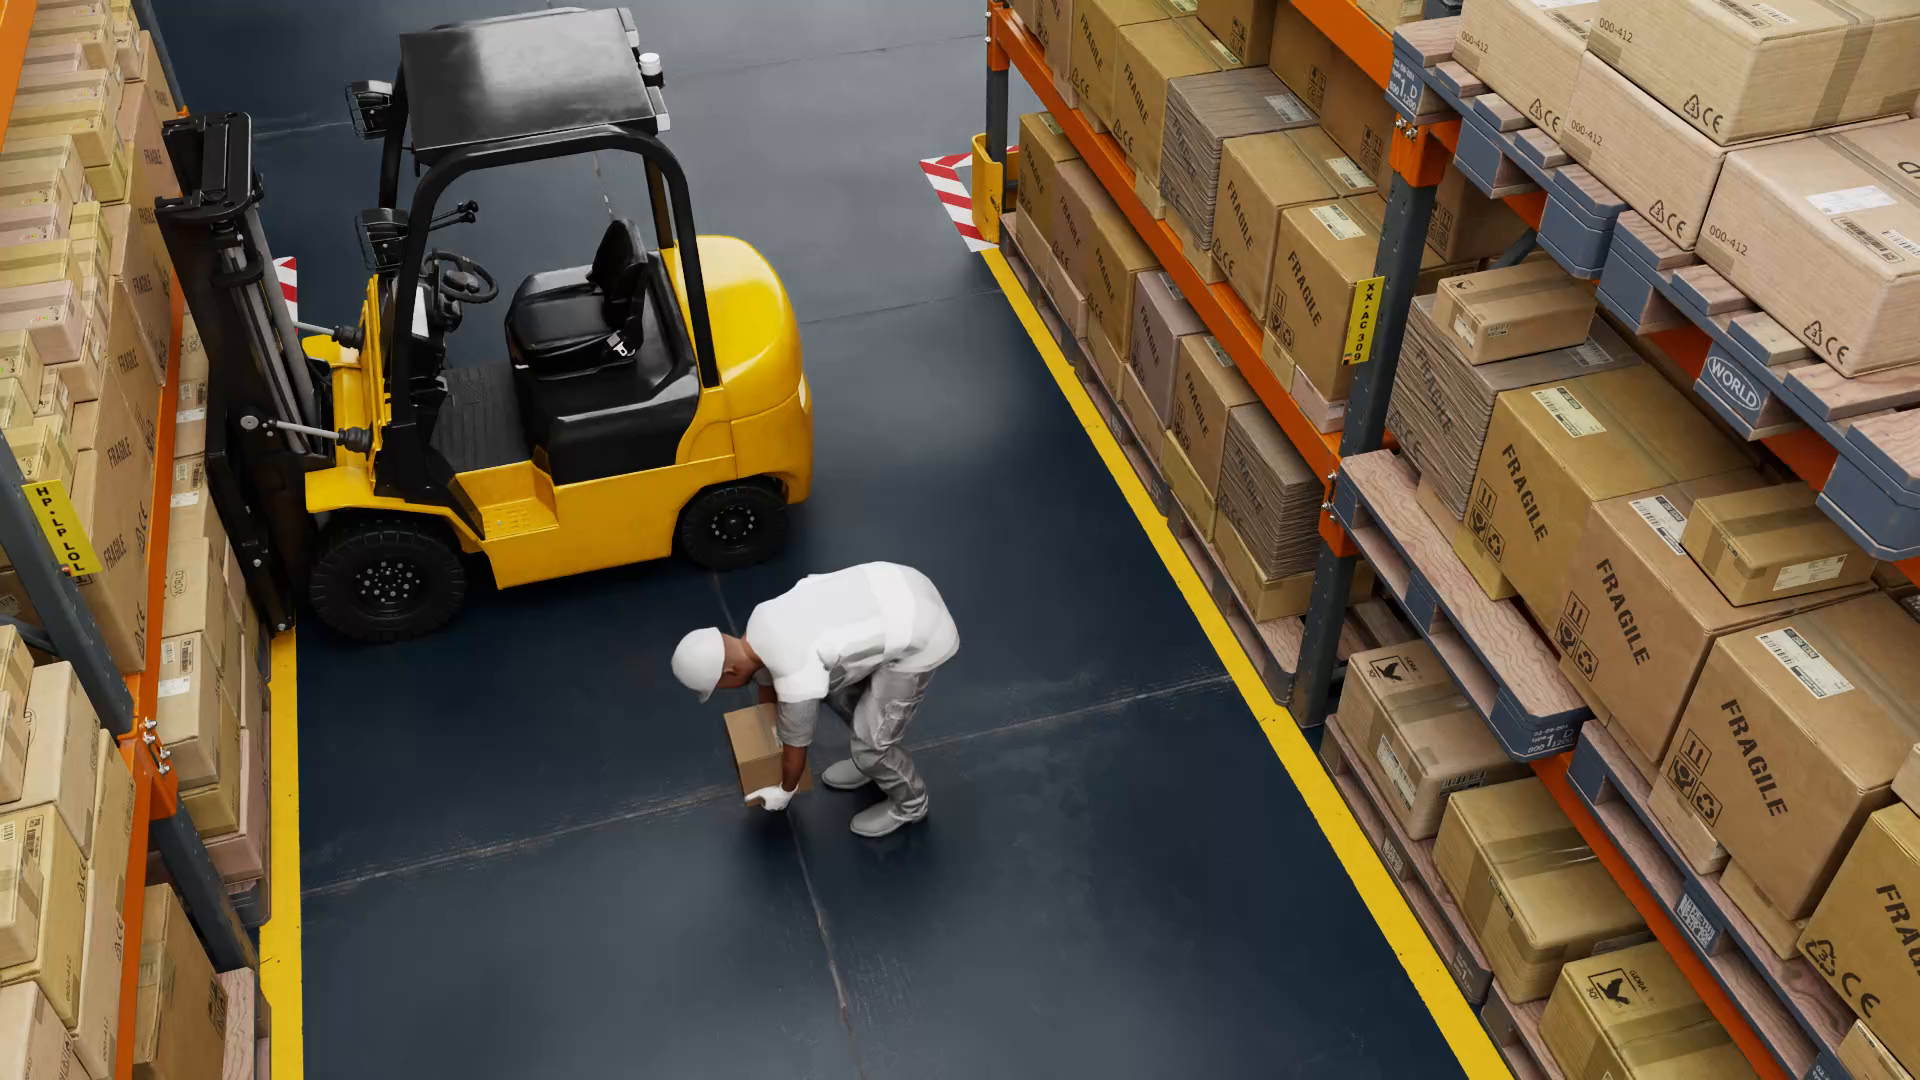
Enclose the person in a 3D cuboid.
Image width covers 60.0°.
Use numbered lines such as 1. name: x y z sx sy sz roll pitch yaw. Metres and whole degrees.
1. person: -0.498 0.618 5.966 0.991 1.096 0.492 -13 44 -14
